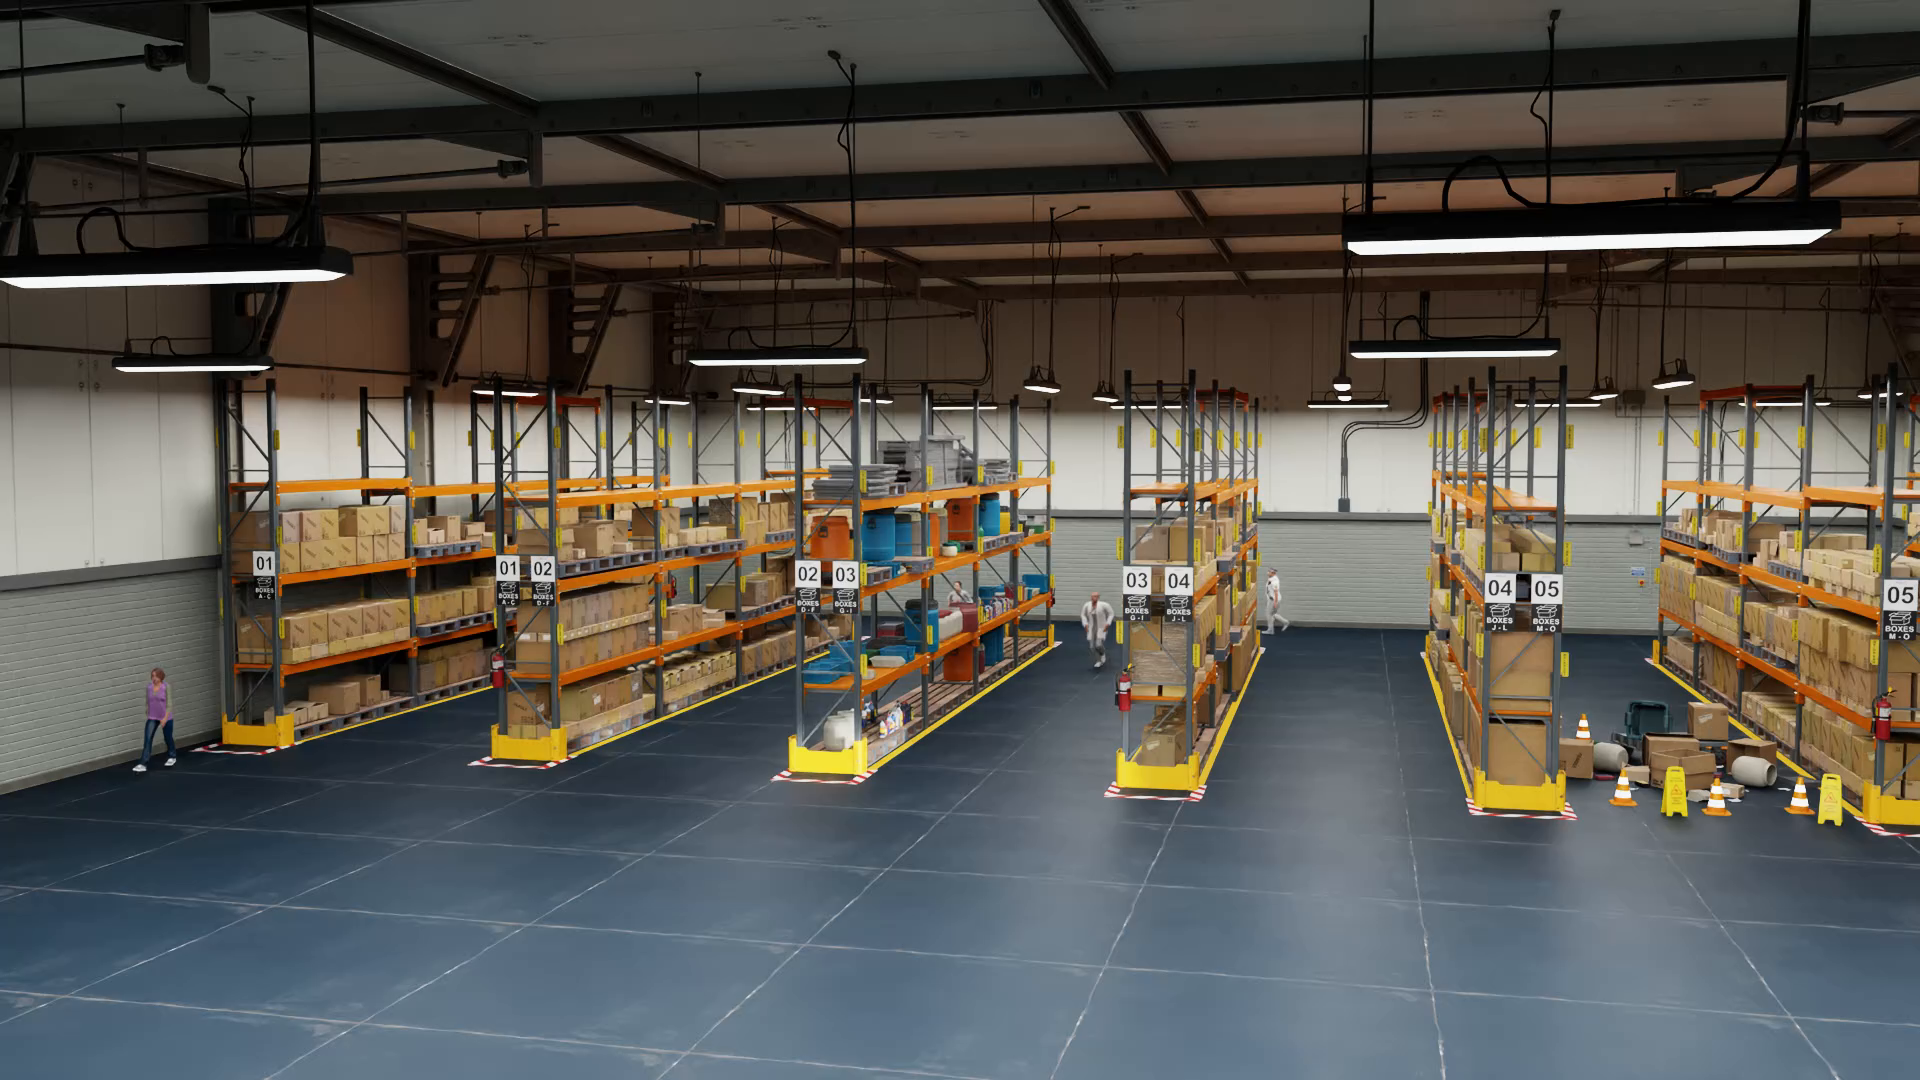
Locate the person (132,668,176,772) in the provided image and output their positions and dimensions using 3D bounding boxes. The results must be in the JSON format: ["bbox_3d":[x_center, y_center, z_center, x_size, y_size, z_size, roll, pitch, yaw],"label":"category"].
[{"bbox_3d":[-12.126,2.700,25.098,0.452,1.543,0.970,-1,3,-9],"label":"person"}]

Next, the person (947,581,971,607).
[{"bbox_3d":[0.006,1.772,40.725,0.574,1.582,0.702,1,4,23],"label":"person"}]

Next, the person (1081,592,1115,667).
[{"bbox_3d":[3.044,1.966,36.699,0.749,1.688,0.648,1,4,22],"label":"person"}]

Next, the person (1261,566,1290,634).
[{"bbox_3d":[8.142,1.542,42.811,0.705,1.747,0.553,1,4,20],"label":"person"}]
